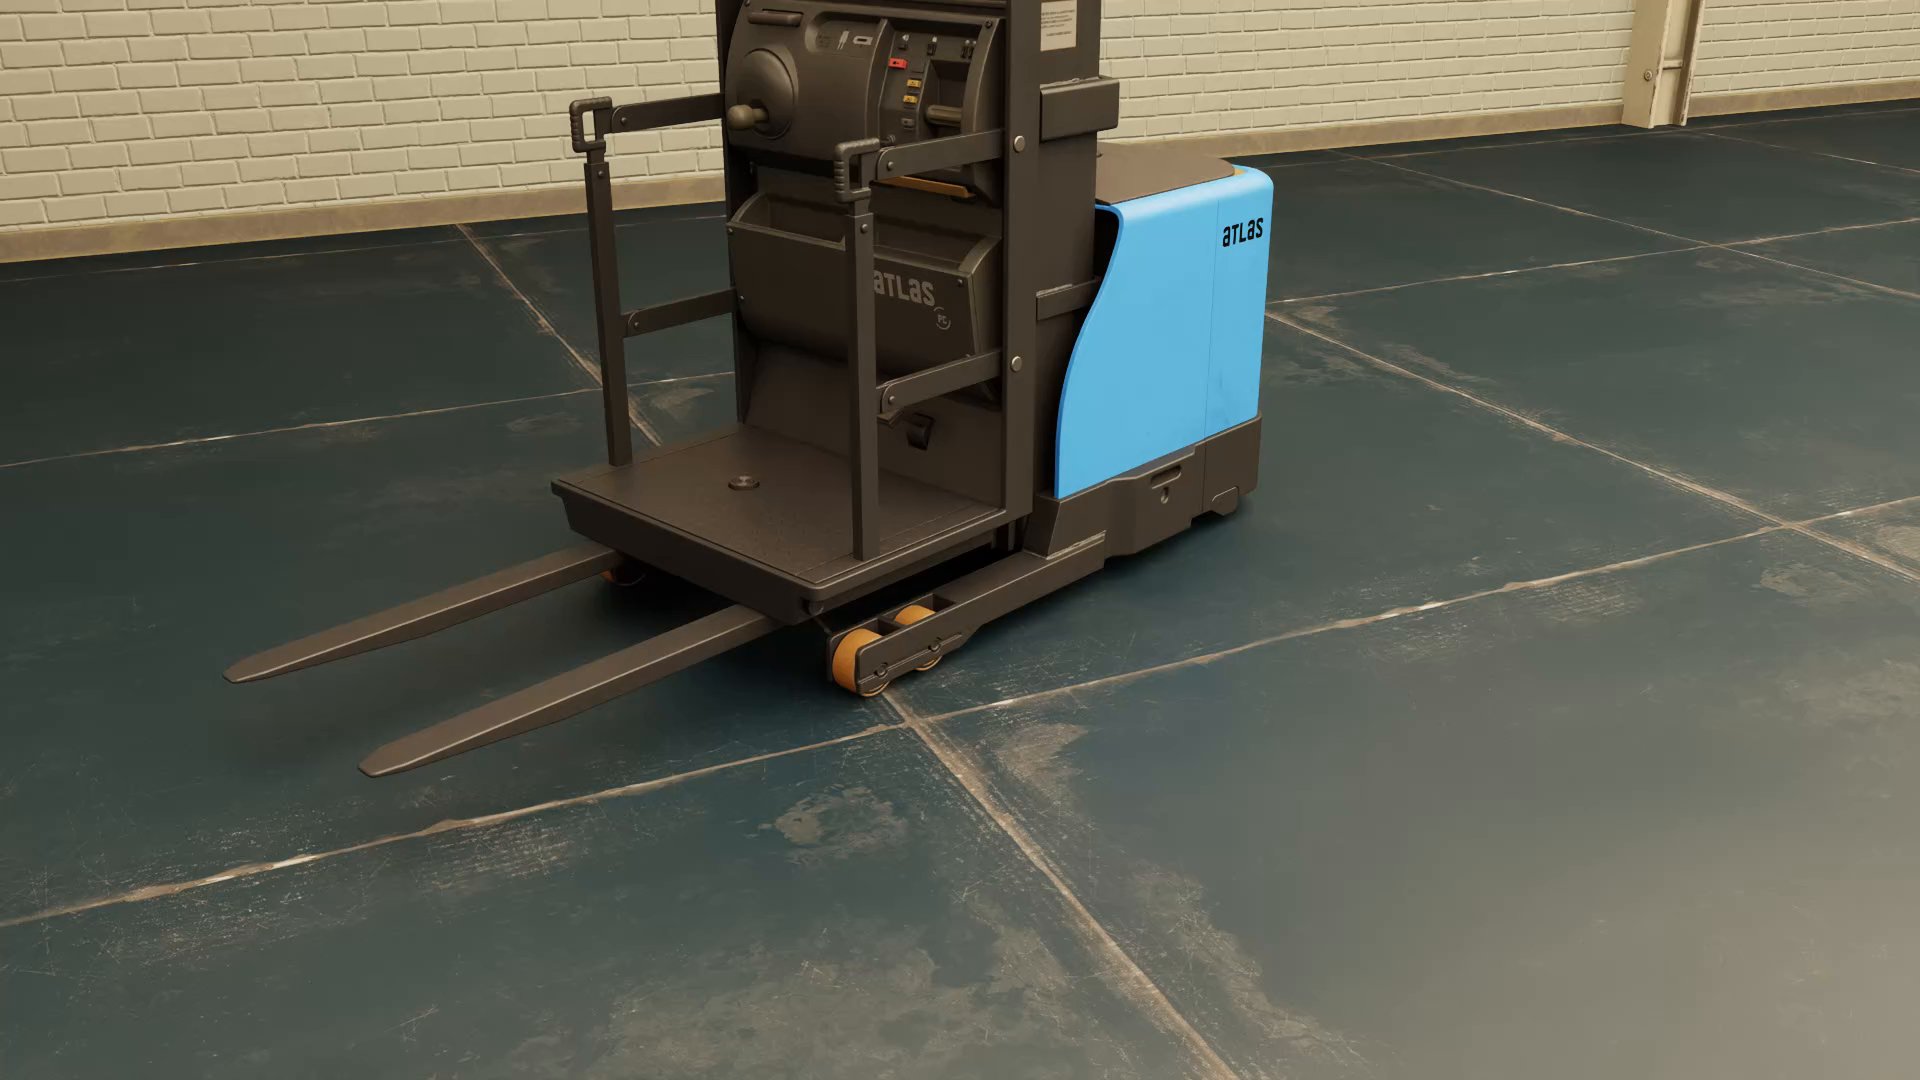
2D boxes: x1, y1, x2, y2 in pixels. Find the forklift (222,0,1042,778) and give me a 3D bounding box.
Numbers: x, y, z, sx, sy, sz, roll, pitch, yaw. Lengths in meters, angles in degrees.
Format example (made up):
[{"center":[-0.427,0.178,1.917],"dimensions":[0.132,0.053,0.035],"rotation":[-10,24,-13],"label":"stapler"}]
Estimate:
[{"center":[-0.416,-1.183,4.134],"dimensions":[1.121,2.935,3.031],"rotation":[19,29,39],"label":"forklift"}]
